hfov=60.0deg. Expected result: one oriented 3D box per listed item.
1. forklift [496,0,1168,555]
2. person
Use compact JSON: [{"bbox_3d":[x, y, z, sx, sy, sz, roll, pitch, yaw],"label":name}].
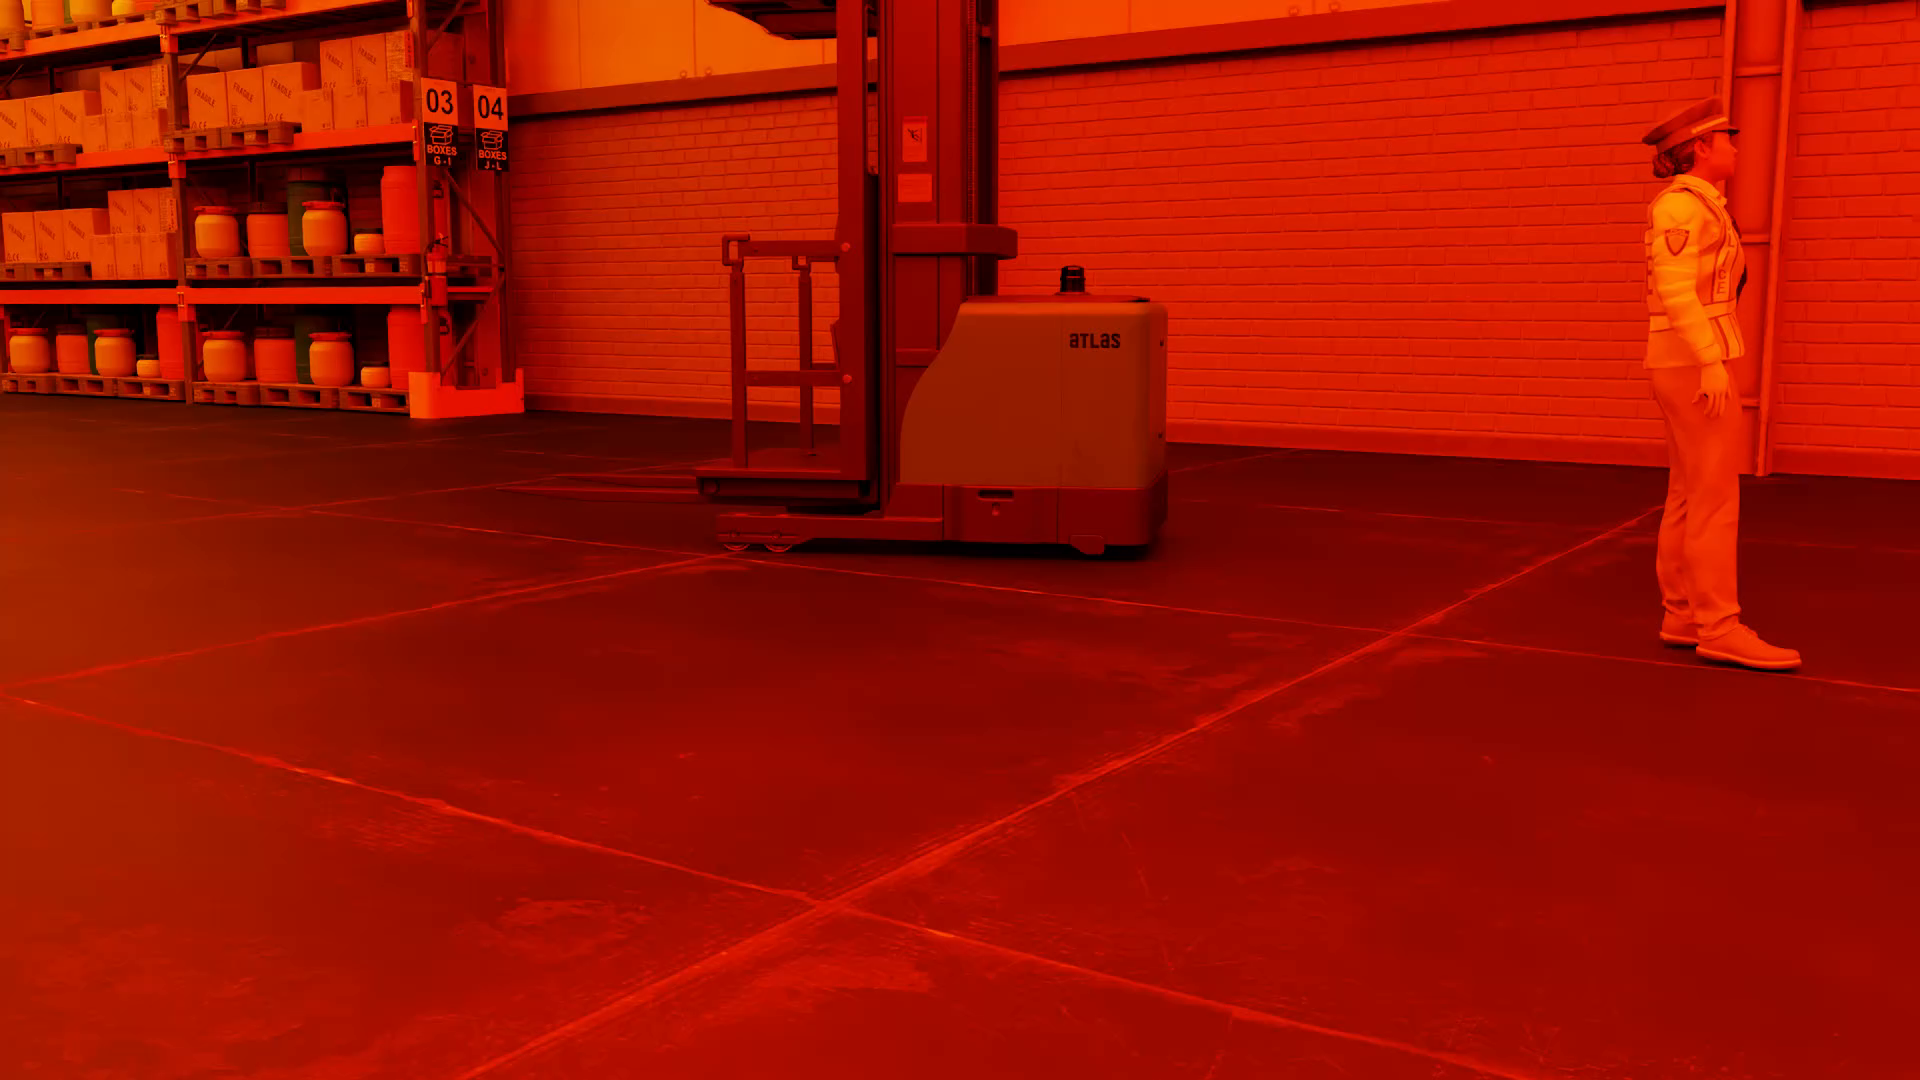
[{"bbox_3d":[-0.596,-1.469,7.520,3.031,2.935,1.130,2,8,12],"label":"forklift"},{"bbox_3d":[2.326,-0.505,5.083,0.531,1.694,0.587,4,9,25],"label":"person"}]
